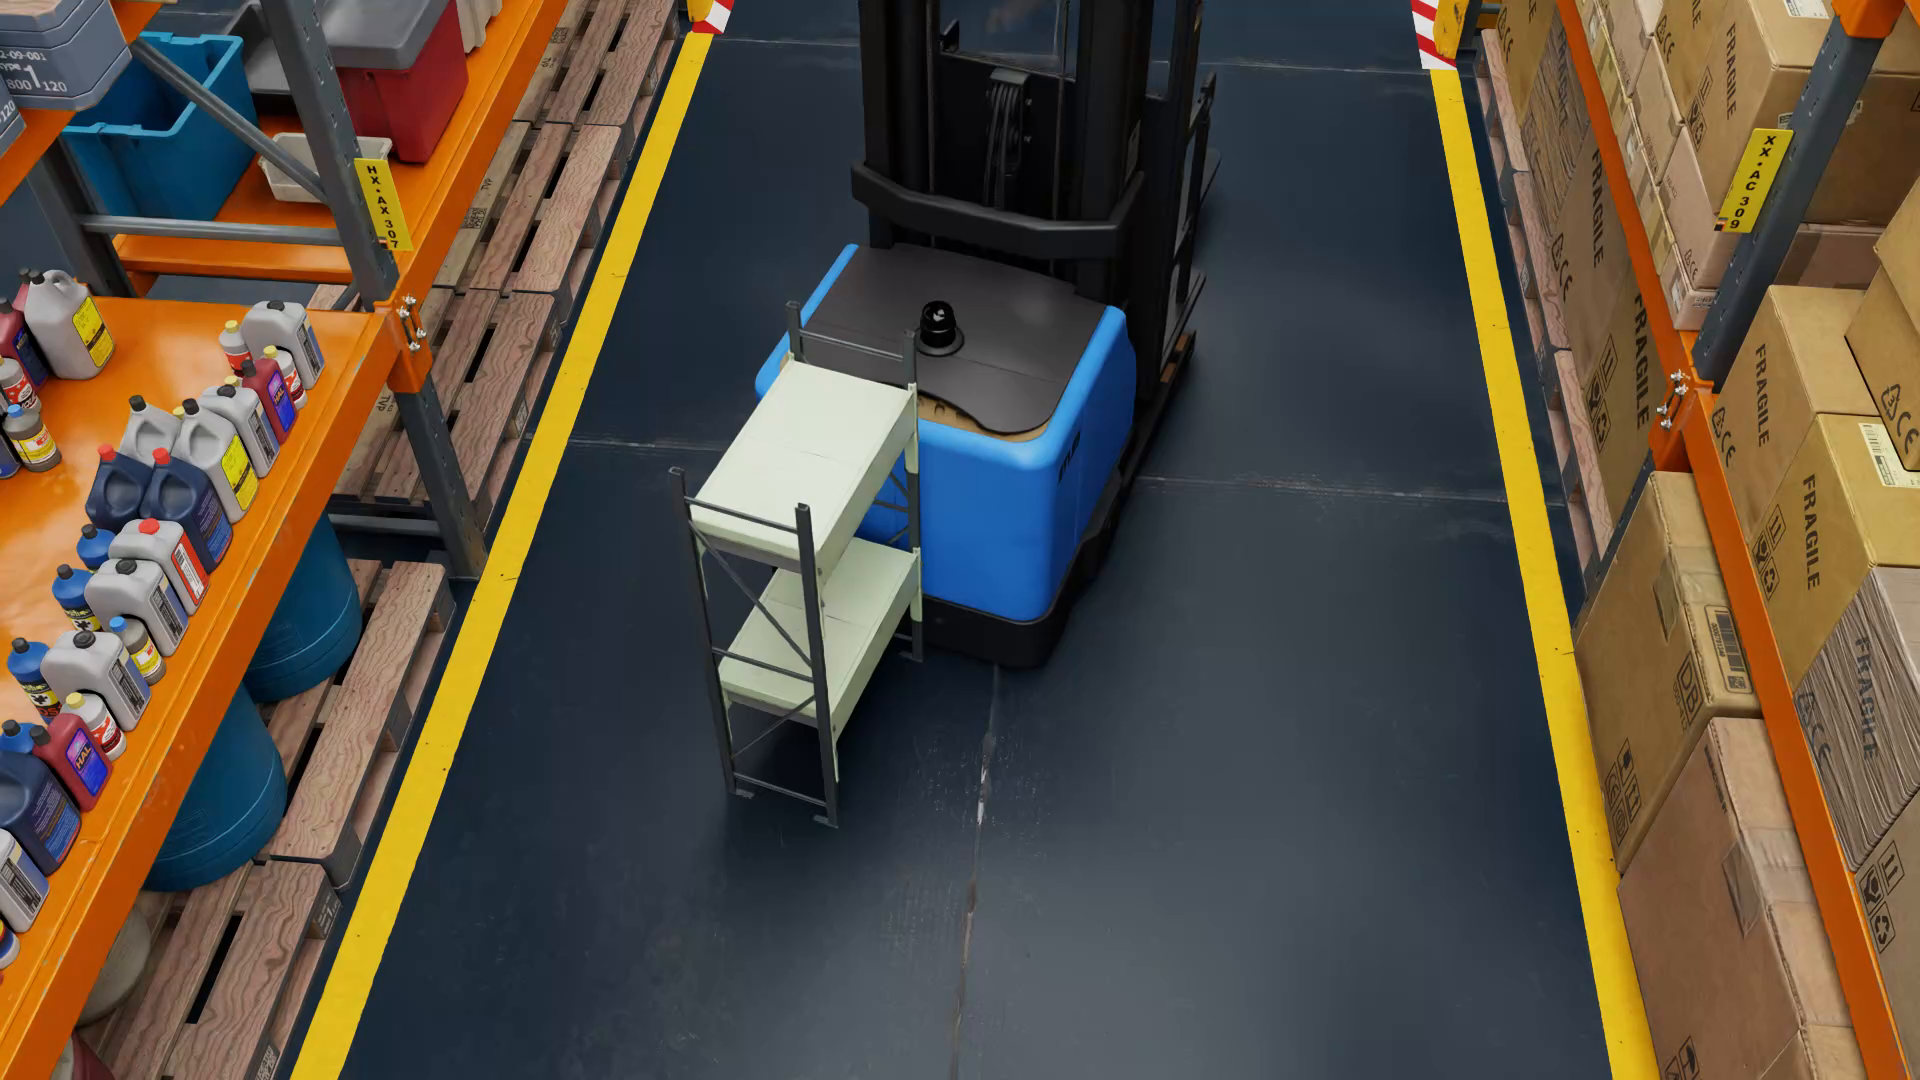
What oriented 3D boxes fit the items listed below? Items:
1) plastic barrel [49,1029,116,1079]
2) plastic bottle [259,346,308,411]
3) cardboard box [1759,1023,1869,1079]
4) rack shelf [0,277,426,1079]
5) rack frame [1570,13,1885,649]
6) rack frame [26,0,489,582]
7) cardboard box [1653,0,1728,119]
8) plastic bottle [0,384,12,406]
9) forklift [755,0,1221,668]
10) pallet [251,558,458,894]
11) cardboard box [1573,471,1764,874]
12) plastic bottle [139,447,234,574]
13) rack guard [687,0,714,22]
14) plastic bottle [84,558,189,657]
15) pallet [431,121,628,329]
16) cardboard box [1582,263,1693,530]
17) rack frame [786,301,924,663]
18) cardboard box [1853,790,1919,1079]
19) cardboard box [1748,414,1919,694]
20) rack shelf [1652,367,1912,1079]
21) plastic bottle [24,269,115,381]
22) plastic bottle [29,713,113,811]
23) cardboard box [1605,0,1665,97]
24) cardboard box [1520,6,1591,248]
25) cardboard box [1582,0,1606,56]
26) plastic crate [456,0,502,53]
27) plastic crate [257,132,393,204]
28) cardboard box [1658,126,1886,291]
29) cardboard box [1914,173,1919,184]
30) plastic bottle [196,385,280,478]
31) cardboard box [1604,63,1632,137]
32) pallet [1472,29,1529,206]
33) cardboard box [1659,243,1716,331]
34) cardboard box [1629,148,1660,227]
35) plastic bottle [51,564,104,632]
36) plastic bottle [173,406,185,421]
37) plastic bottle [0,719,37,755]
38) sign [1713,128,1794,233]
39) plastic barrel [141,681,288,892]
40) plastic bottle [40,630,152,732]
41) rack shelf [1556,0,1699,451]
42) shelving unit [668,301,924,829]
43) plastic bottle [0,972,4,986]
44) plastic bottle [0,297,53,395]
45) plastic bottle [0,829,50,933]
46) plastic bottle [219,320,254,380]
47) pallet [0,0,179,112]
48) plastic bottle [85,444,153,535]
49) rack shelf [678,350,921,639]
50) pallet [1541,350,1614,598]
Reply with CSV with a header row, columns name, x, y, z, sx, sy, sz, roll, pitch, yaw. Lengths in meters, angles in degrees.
name,x,y,z,sx,sy,sz,roll,pitch,yaw
plastic barrel,-2.491,1.484,4.210,0.600,0.588,0.708,4,48,4
plastic bottle,-1.954,-0.472,4.783,0.097,0.201,0.097,0,48,0
cardboard box,2.483,1.750,3.772,1.225,0.875,0.875,4,48,4
rack shelf,-2.439,0.775,3.996,1.077,0.370,4.000,4,48,4
rack frame,2.675,-0.604,4.770,1.000,3.000,0.127,4,48,4
rack frame,-2.257,-0.937,5.074,1.000,3.000,0.127,4,48,4
cardboard box,2.501,-1.631,5.100,0.500,0.500,0.500,4,48,4
plastic bottle,-2.729,-0.397,4.668,0.097,0.271,0.097,0,48,0
forklift,0.329,-1.655,5.778,1.130,2.935,3.031,16,49,14
pallet,-2.369,0.568,5.587,1.003,0.211,1.213,4,48,4
cardboard box,2.637,0.443,4.967,1.225,0.875,0.875,4,48,4
plastic bottle,-2.032,-0.087,4.330,0.144,0.351,0.185,4,48,4
rack guard,-1.903,-3.051,8.702,1.175,0.500,0.348,4,48,4
plastic bottle,-2.063,0.154,4.160,0.152,0.276,0.135,4,48,4
pallet,-2.120,-1.438,7.422,1.003,0.211,1.213,4,48,4
cardboard box,2.815,-0.508,5.837,0.875,0.875,0.875,4,48,4
rack frame,-0.317,-0.133,5.355,0.400,1.500,0.023,16,49,14
cardboard box,2.251,0.801,3.417,0.500,0.500,0.500,5,48,4
cardboard box,2.339,0.053,4.101,0.500,0.500,0.500,4,48,4
rack shelf,2.493,1.108,3.691,1.077,0.370,4.000,4,48,4
plastic bottle,-2.616,-0.654,4.849,0.144,0.351,0.185,4,48,4
plastic bottle,-2.059,0.495,3.844,0.061,0.283,0.133,4,48,4
cardboard box,2.545,-1.751,5.719,0.500,0.250,0.500,5,48,4
cardboard box,2.978,-1.824,7.040,0.875,0.875,0.875,4,48,4
cardboard box,2.518,-1.897,6.122,0.380,0.149,0.250,5,48,4
plastic crate,-1.935,-2.027,6.111,0.437,0.282,0.530,4,48,4
plastic crate,-2.072,-1.201,5.453,0.396,0.136,0.243,4,48,4
cardboard box,2.454,-0.996,5.028,0.500,0.250,0.500,3,48,3
cardboard box,2.973,-1.242,4.745,0.500,0.500,0.500,4,48,4
plastic bottle,-2.004,-0.315,4.590,0.152,0.276,0.135,4,48,4
cardboard box,2.470,-1.522,5.779,0.380,0.149,0.250,5,48,4
pallet,3.045,-2.009,7.945,1.003,0.211,1.213,4,48,4
cardboard box,2.377,-0.765,5.087,0.380,0.149,0.250,4,48,4
cardboard box,2.424,-1.143,5.433,0.380,0.149,0.250,3,48,3
plastic bottle,-2.189,0.161,4.157,0.097,0.271,0.097,0,48,0
plastic bottle,-2.130,-0.285,4.612,0.097,0.201,0.097,0,48,0
plastic bottle,-2.140,0.507,3.841,0.097,0.271,0.097,0,48,0
sign,2.122,-0.959,4.454,0.100,0.325,0.005,4,48,4
plastic barrel,-2.388,0.548,4.853,0.600,0.901,0.708,4,48,4
plastic bottle,-2.084,0.324,4.005,0.152,0.276,0.135,4,48,4
rack shelf,2.857,-1.831,6.379,1.077,0.370,4.000,4,48,4
shelving unit,-0.448,0.119,5.125,0.431,1.500,0.755,16,49,14
plastic bottle,-2.110,0.899,3.474,0.061,0.283,0.133,4,48,4
plastic bottle,-2.728,-0.559,4.807,0.061,0.283,0.133,4,48,4
plastic bottle,-2.134,0.729,3.635,0.152,0.276,0.135,4,48,4
plastic bottle,-2.097,-0.553,4.858,0.097,0.201,0.097,0,48,0
pallet,-2.231,-1.303,3.504,1.213,0.211,1.003,4,48,4
plastic bottle,-2.175,-0.097,4.339,0.144,0.351,0.185,4,48,4
rack shelf,-0.448,-0.144,4.837,0.431,0.370,0.720,16,49,14
pallet,2.822,-0.216,6.305,1.003,0.211,1.213,4,48,4
